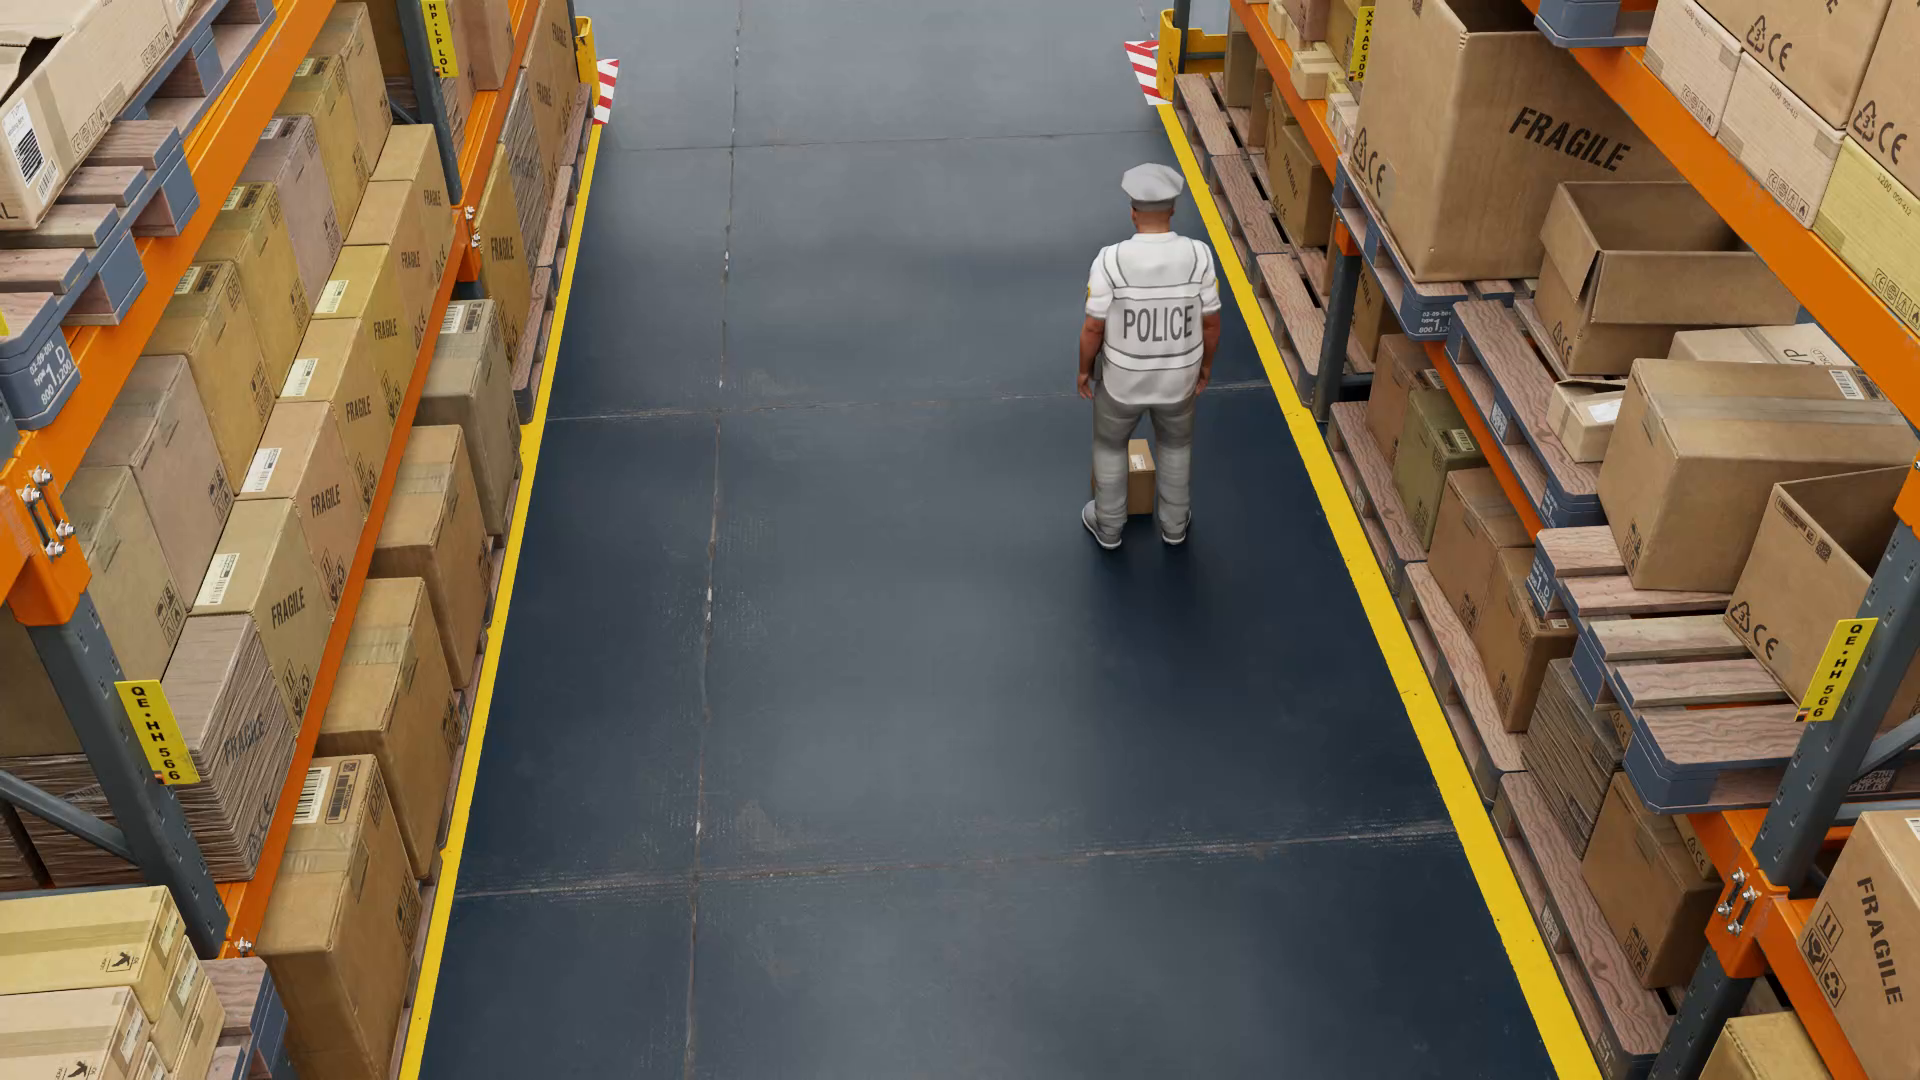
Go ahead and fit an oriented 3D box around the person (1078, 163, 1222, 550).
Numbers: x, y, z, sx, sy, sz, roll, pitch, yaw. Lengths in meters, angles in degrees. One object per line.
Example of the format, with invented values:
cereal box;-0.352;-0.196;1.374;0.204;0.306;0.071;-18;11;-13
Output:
person;0.791;-0.704;7.021;0.586;1.748;0.439;-3;39;-4
